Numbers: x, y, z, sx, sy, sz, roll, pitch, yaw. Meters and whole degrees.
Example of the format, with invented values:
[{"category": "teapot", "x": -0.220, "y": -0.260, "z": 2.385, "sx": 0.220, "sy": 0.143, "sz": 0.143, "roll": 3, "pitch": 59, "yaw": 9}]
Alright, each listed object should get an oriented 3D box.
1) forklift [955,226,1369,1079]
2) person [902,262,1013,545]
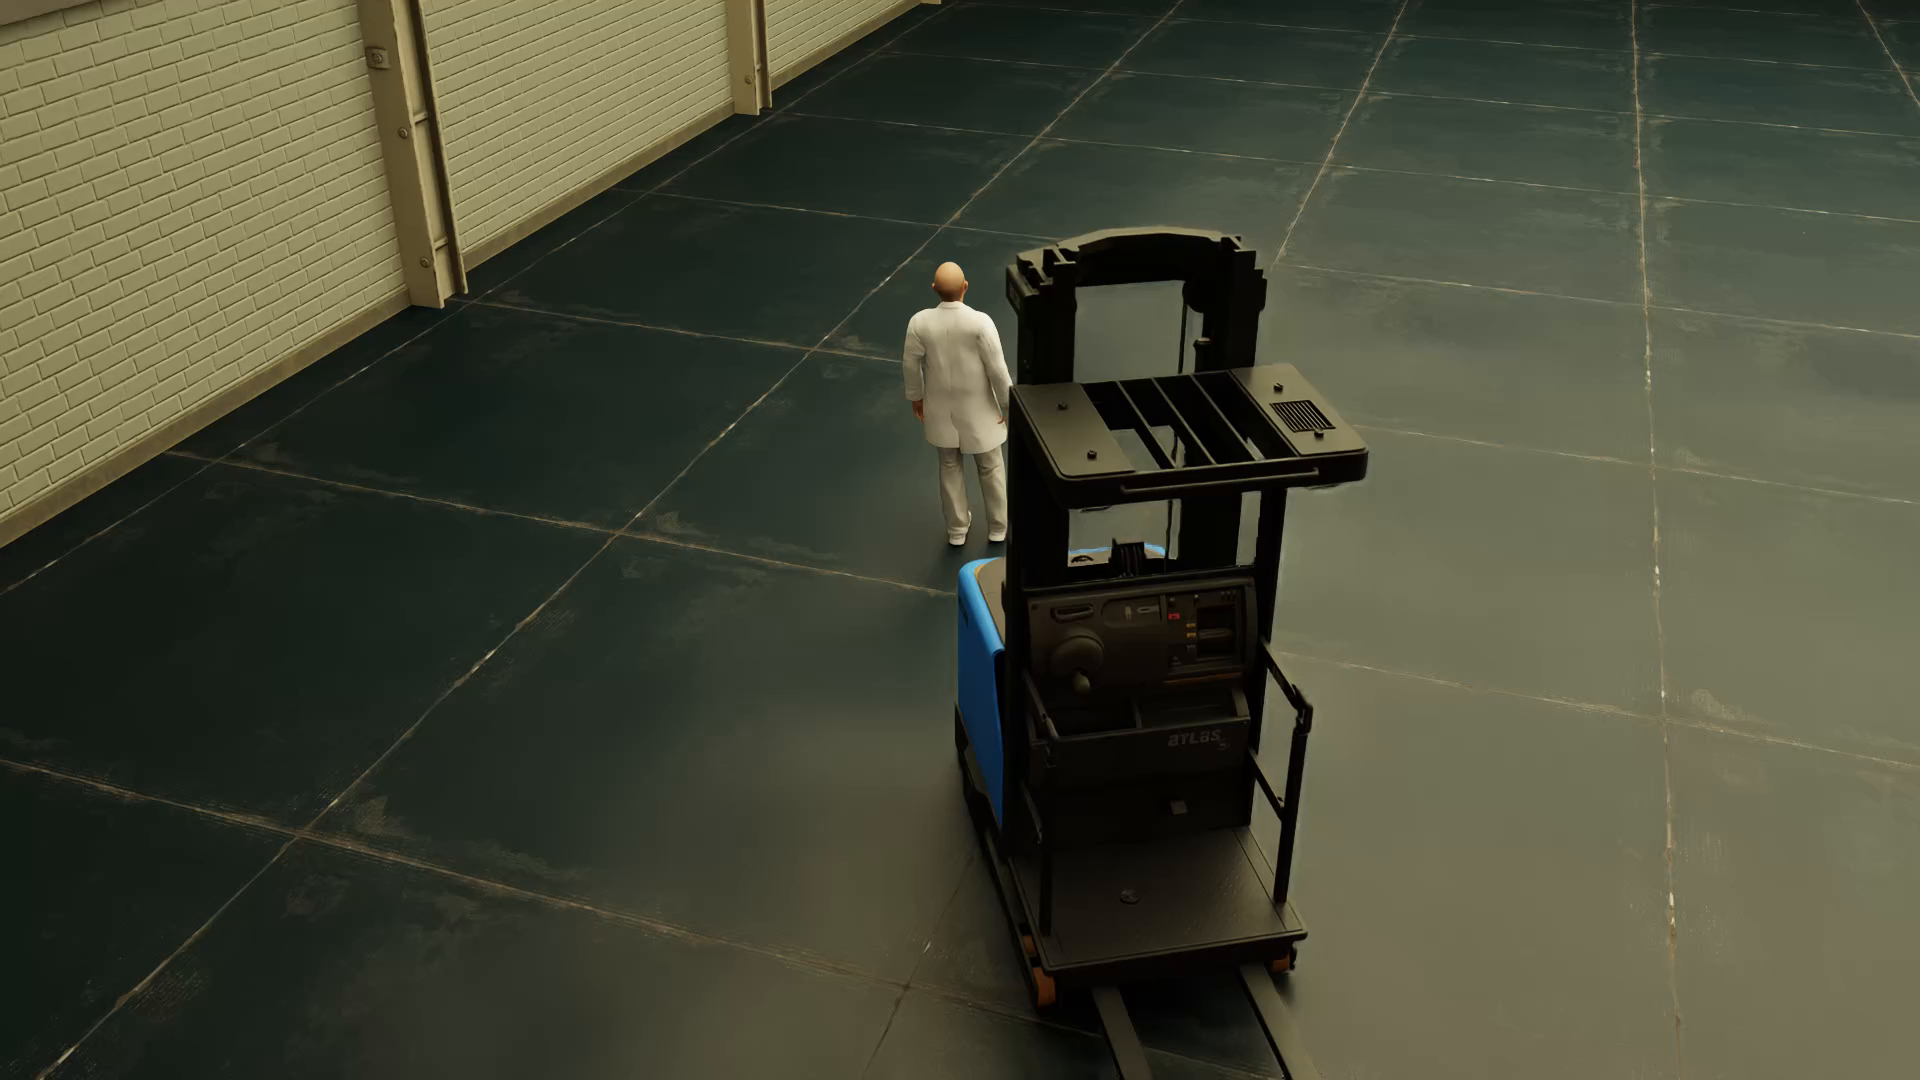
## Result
[{"category": "forklift", "x": 0.769, "y": 0.424, "z": 6.393, "sx": 1.130, "sy": 2.935, "sz": 3.031, "roll": -6, "pitch": 30, "yaw": -10}, {"category": "person", "x": 0.034, "y": -0.820, "z": 9.725, "sx": 0.696, "sy": 1.776, "sz": 0.581, "roll": 10, "pitch": 31, "yaw": 16}]
